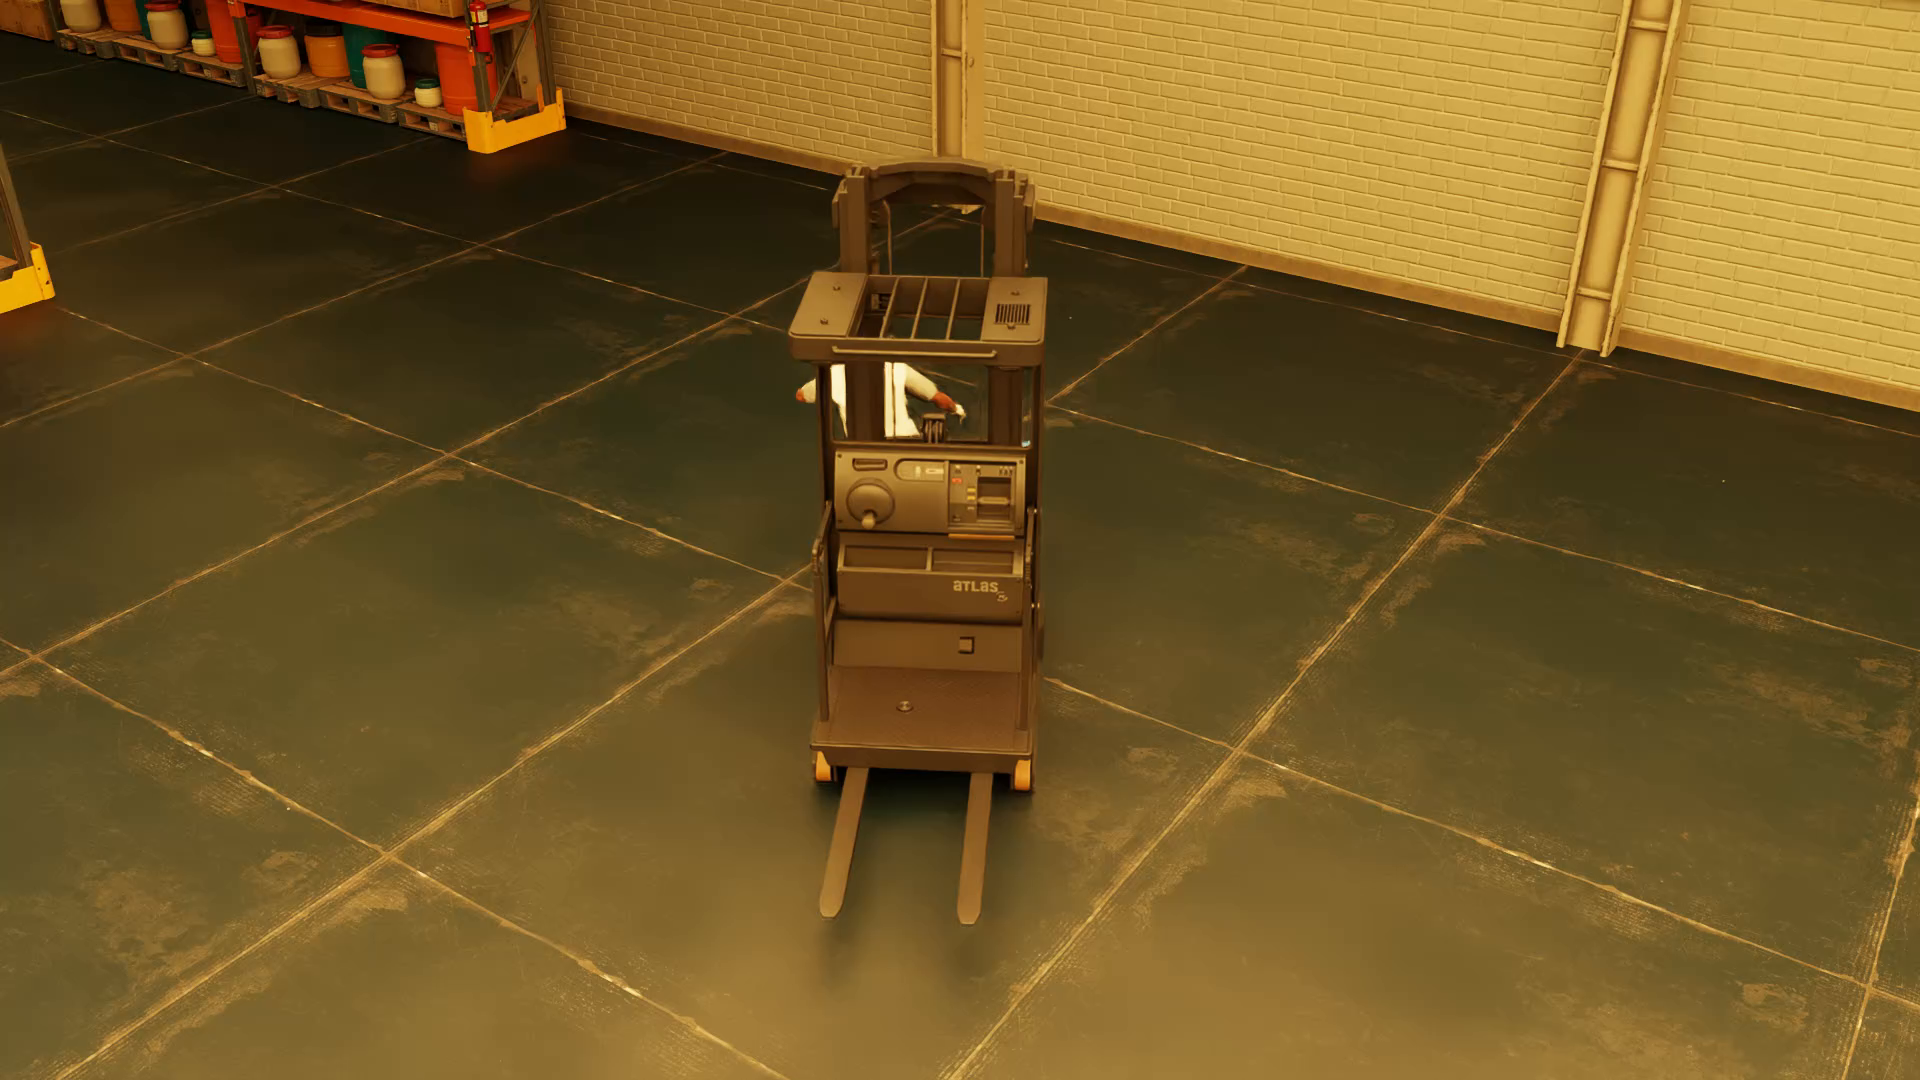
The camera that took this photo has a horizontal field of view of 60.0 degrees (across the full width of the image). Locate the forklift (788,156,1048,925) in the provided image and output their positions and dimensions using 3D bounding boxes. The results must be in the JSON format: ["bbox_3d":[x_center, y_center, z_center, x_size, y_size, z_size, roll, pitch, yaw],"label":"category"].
[{"bbox_3d":[-0.159,-0.184,7.897,1.130,2.935,3.031,2,30,4],"label":"forklift"}]

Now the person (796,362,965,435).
[{"bbox_3d":[-0.448,-0.644,10.104,1.009,1.535,0.925,-12,32,-20],"label":"person"}]
